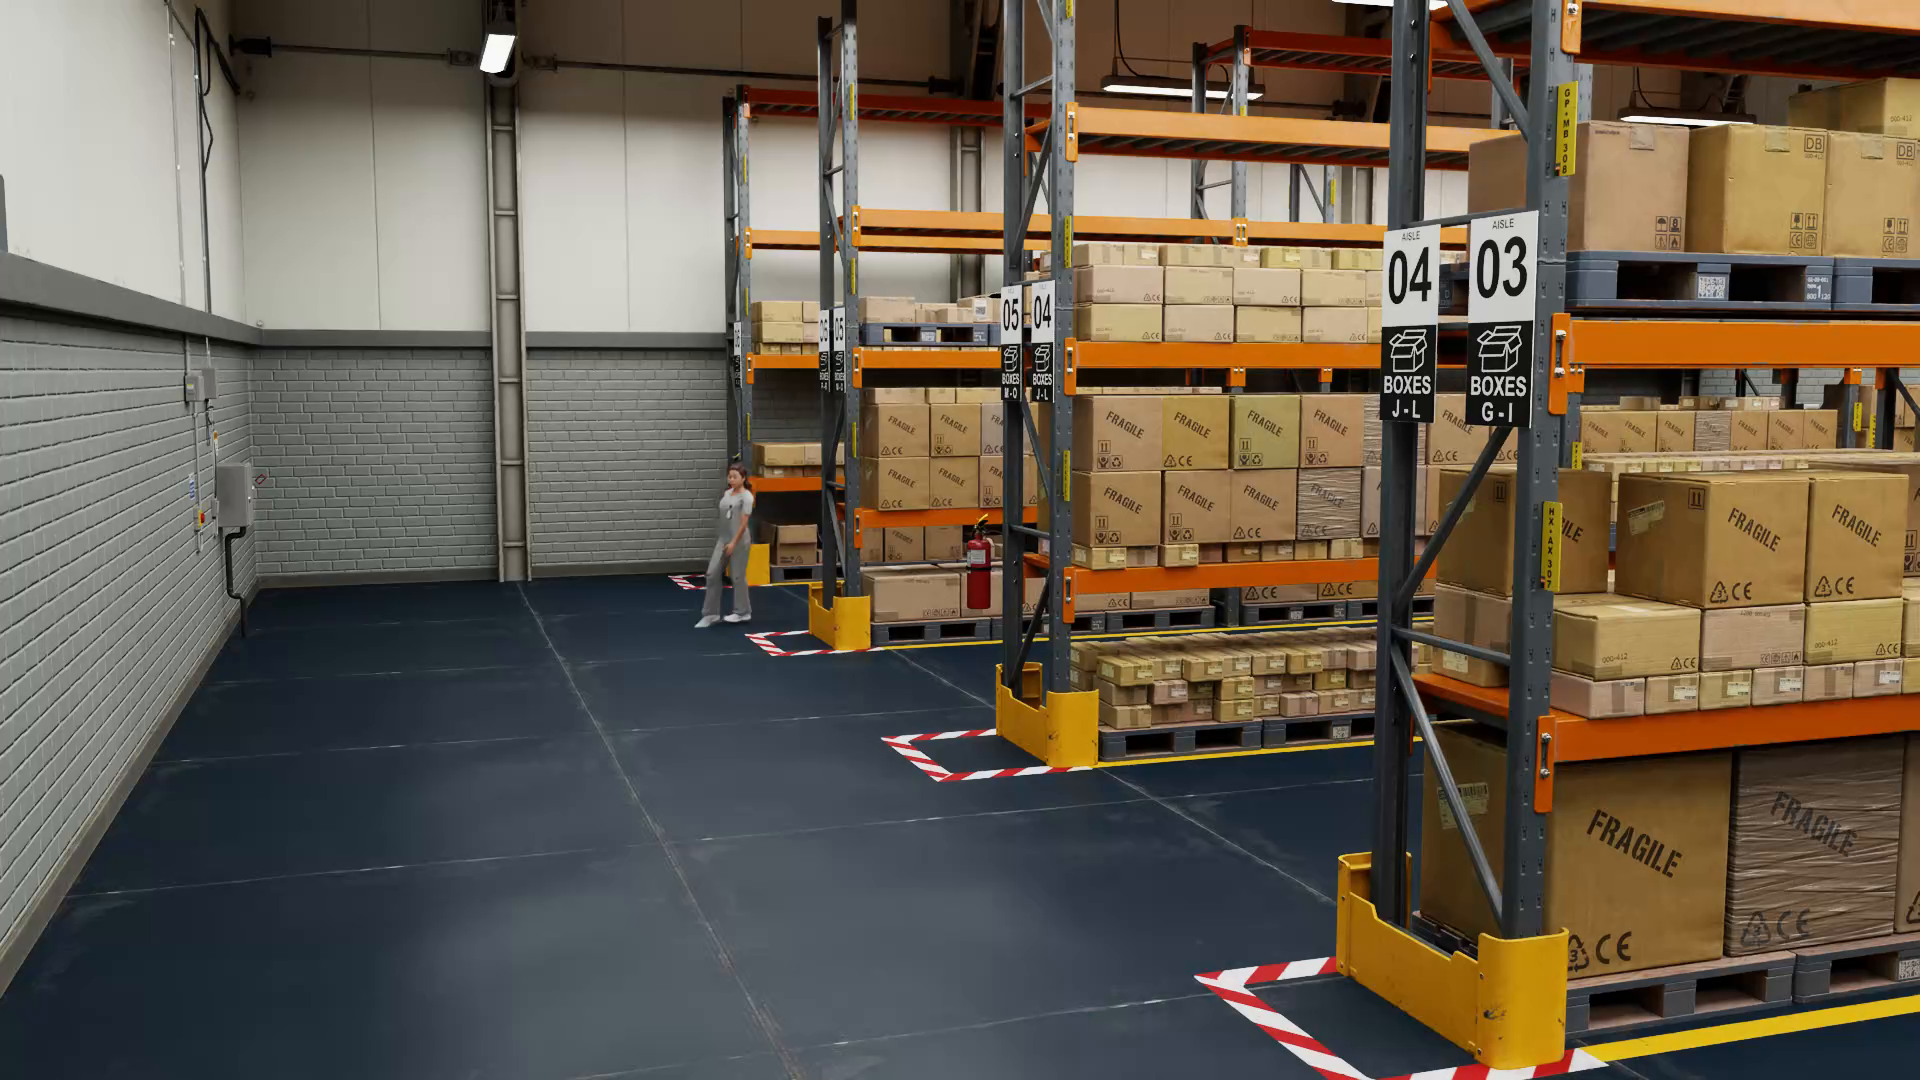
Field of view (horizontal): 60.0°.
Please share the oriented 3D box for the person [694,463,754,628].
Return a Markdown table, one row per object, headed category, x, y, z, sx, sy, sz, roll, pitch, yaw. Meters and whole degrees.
| category | x | y | z | sx | sy | sz | roll | pitch | yaw |
| --- | --- | --- | --- | --- | --- | --- | --- | --- | --- |
| person | -2.362 | 0.081 | 17.015 | 0.529 | 1.694 | 0.619 | 5 | 8 | 39 |
